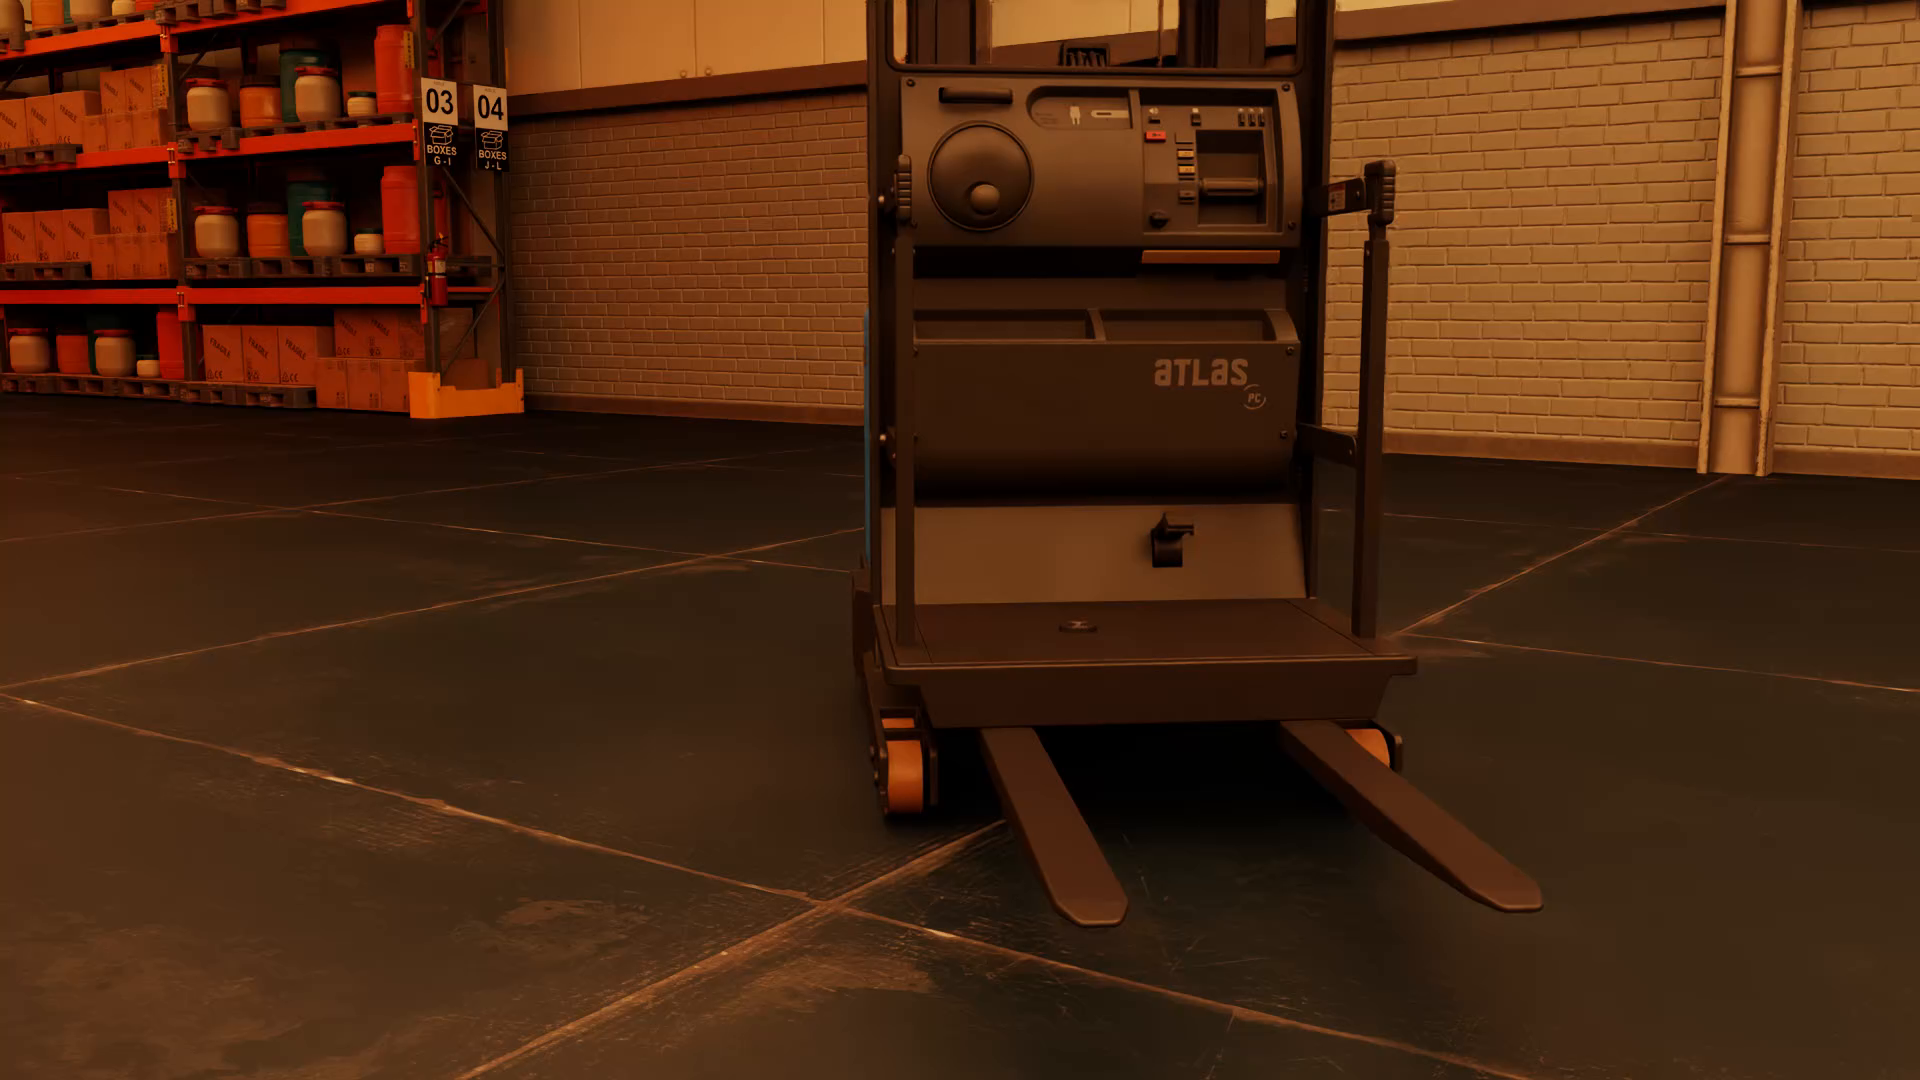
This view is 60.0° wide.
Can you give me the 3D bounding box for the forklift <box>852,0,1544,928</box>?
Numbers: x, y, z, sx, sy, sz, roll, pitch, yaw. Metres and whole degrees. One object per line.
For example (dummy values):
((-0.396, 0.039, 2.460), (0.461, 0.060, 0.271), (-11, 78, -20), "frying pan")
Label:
((0.351, -0.917, 3.643), (1.130, 2.935, 3.031), (-1, 8, -5), "forklift")
